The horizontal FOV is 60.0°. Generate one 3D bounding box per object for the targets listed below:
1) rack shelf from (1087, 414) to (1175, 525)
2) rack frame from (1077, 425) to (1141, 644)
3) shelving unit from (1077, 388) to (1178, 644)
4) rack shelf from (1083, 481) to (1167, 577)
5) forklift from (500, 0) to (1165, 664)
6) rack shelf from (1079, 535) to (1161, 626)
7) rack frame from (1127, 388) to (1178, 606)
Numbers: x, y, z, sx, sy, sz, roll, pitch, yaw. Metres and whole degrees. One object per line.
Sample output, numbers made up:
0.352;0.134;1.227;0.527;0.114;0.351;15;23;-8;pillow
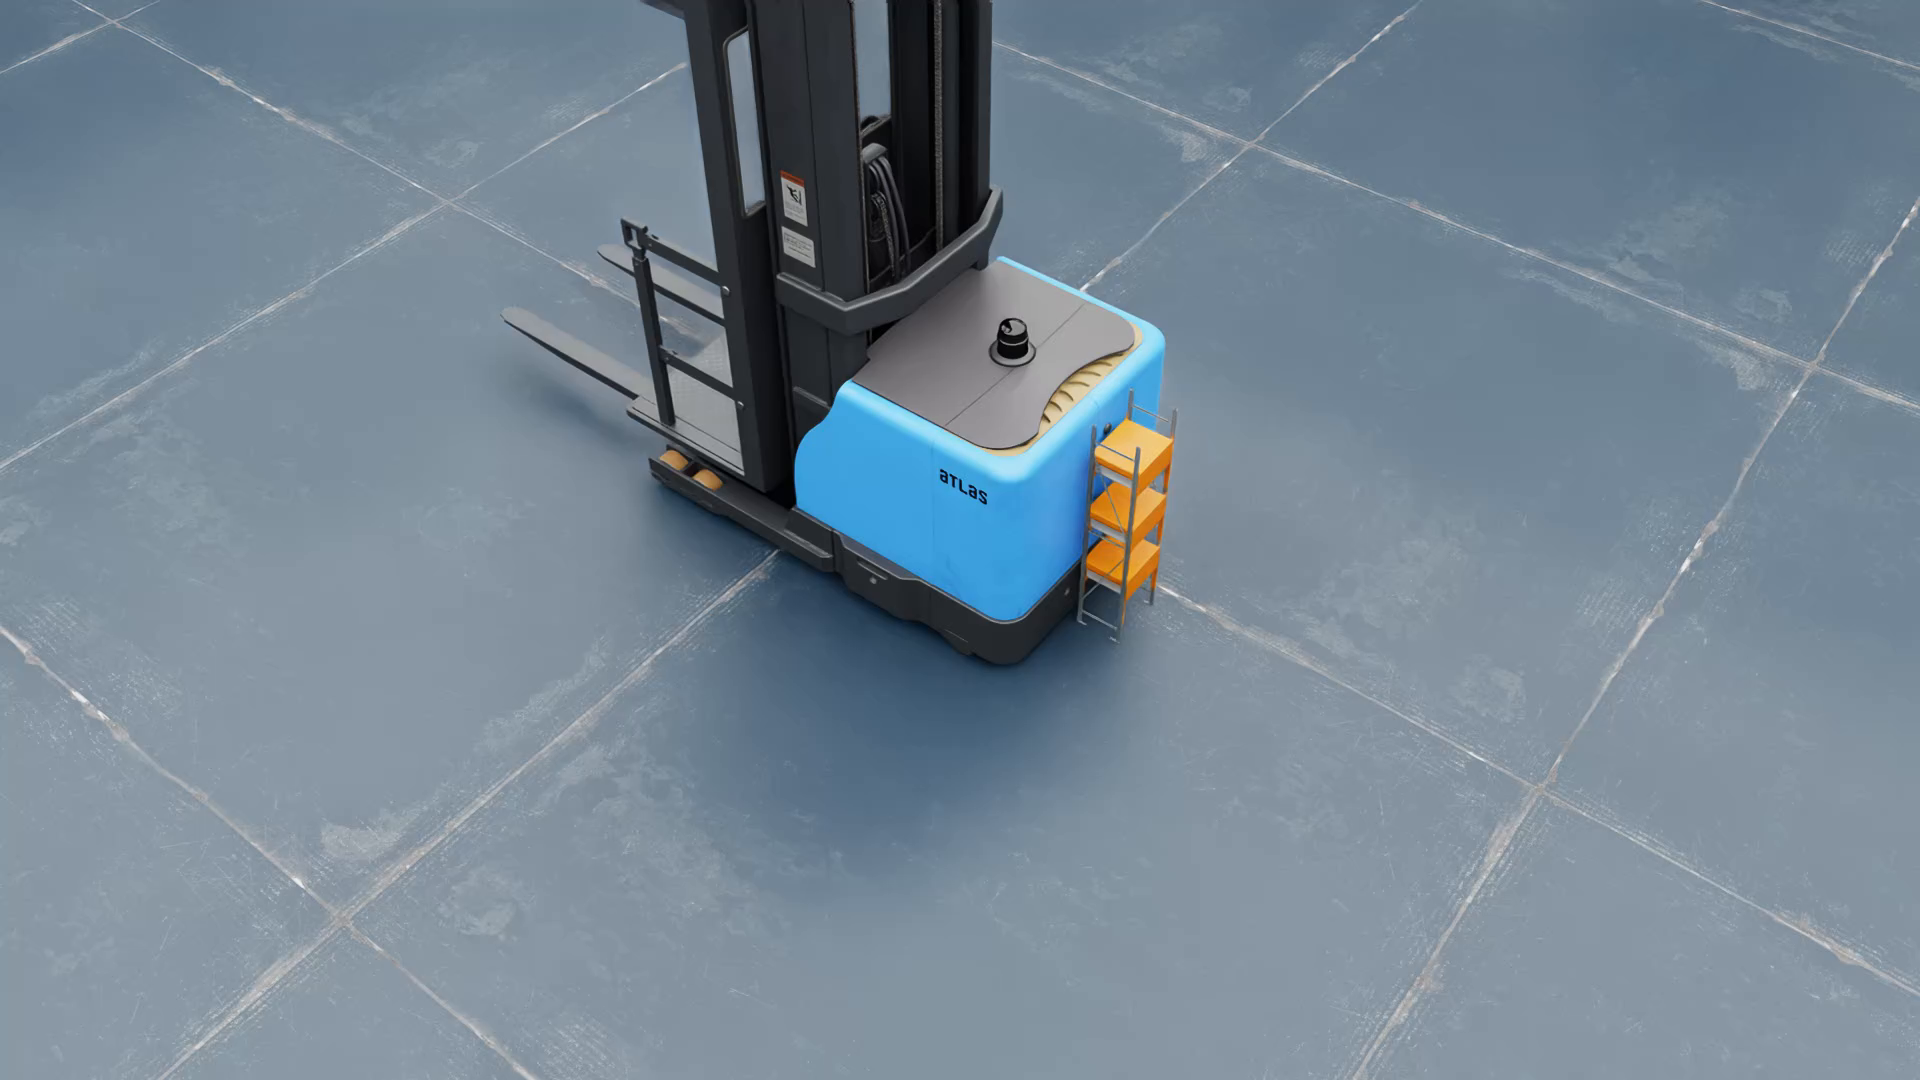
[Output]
0.619;-0.259;6.058;0.215;0.259;0.240;28;52;24;rack shelf
0.547;0.001;6.188;0.200;1.050;0.008;28;52;24;rack frame
0.619;-0.070;6.255;0.215;1.050;0.252;28;52;24;shelving unit
0.619;-0.063;6.263;0.215;0.259;0.240;28;52;24;rack shelf
-0.697;-1.421;6.245;3.031;2.935;1.130;29;53;25;forklift
0.619;0.129;6.464;0.215;0.259;0.240;28;52;24;rack shelf
0.692;-0.141;6.323;0.200;1.050;0.008;28;52;24;rack frame
